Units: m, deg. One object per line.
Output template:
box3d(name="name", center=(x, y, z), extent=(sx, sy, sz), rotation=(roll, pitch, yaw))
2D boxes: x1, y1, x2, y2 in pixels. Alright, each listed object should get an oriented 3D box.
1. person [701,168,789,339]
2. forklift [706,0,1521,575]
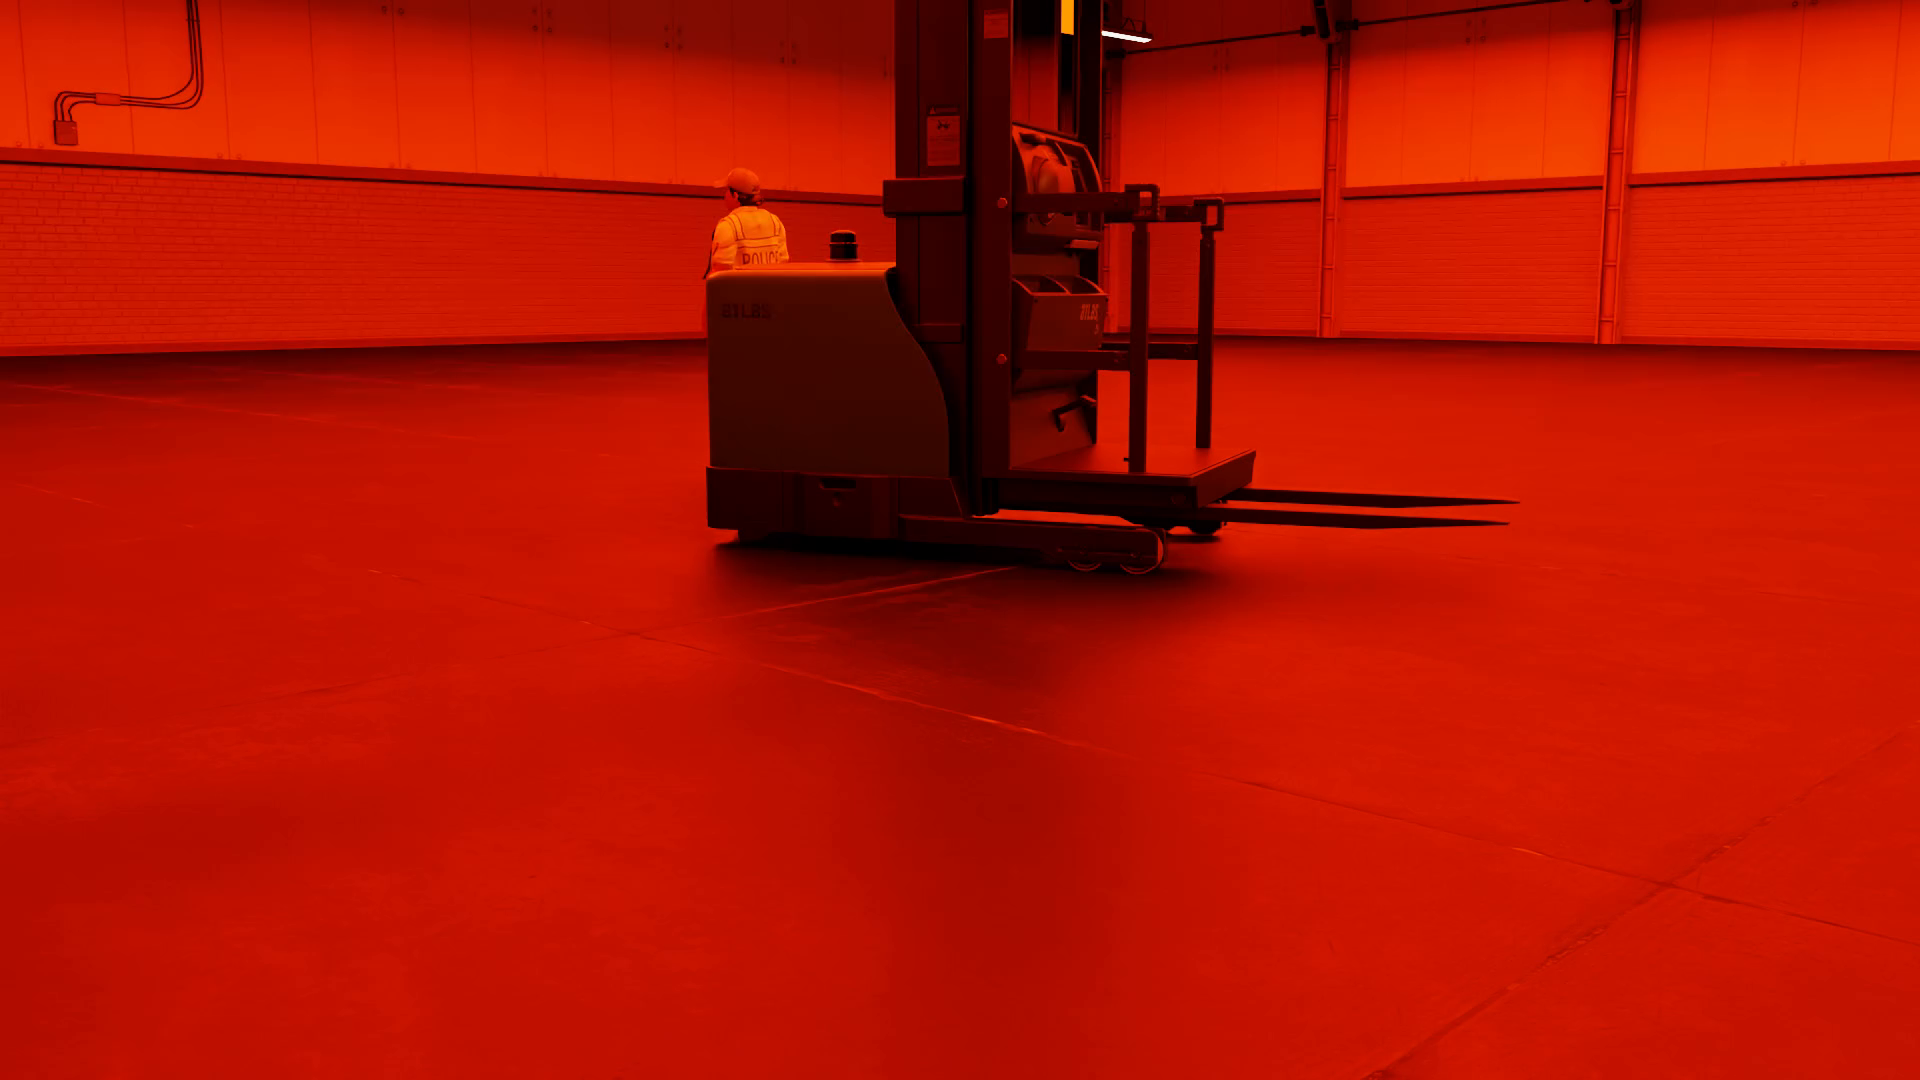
box3d(name="person", center=(-1.267, -1.278, 9.555), extent=(0.529, 1.671, 0.599), rotation=(8, 12, 44))
box3d(name="forklift", center=(0.565, -1.416, 6.275), extent=(3.031, 2.935, 1.130), rotation=(3, 9, 22))
